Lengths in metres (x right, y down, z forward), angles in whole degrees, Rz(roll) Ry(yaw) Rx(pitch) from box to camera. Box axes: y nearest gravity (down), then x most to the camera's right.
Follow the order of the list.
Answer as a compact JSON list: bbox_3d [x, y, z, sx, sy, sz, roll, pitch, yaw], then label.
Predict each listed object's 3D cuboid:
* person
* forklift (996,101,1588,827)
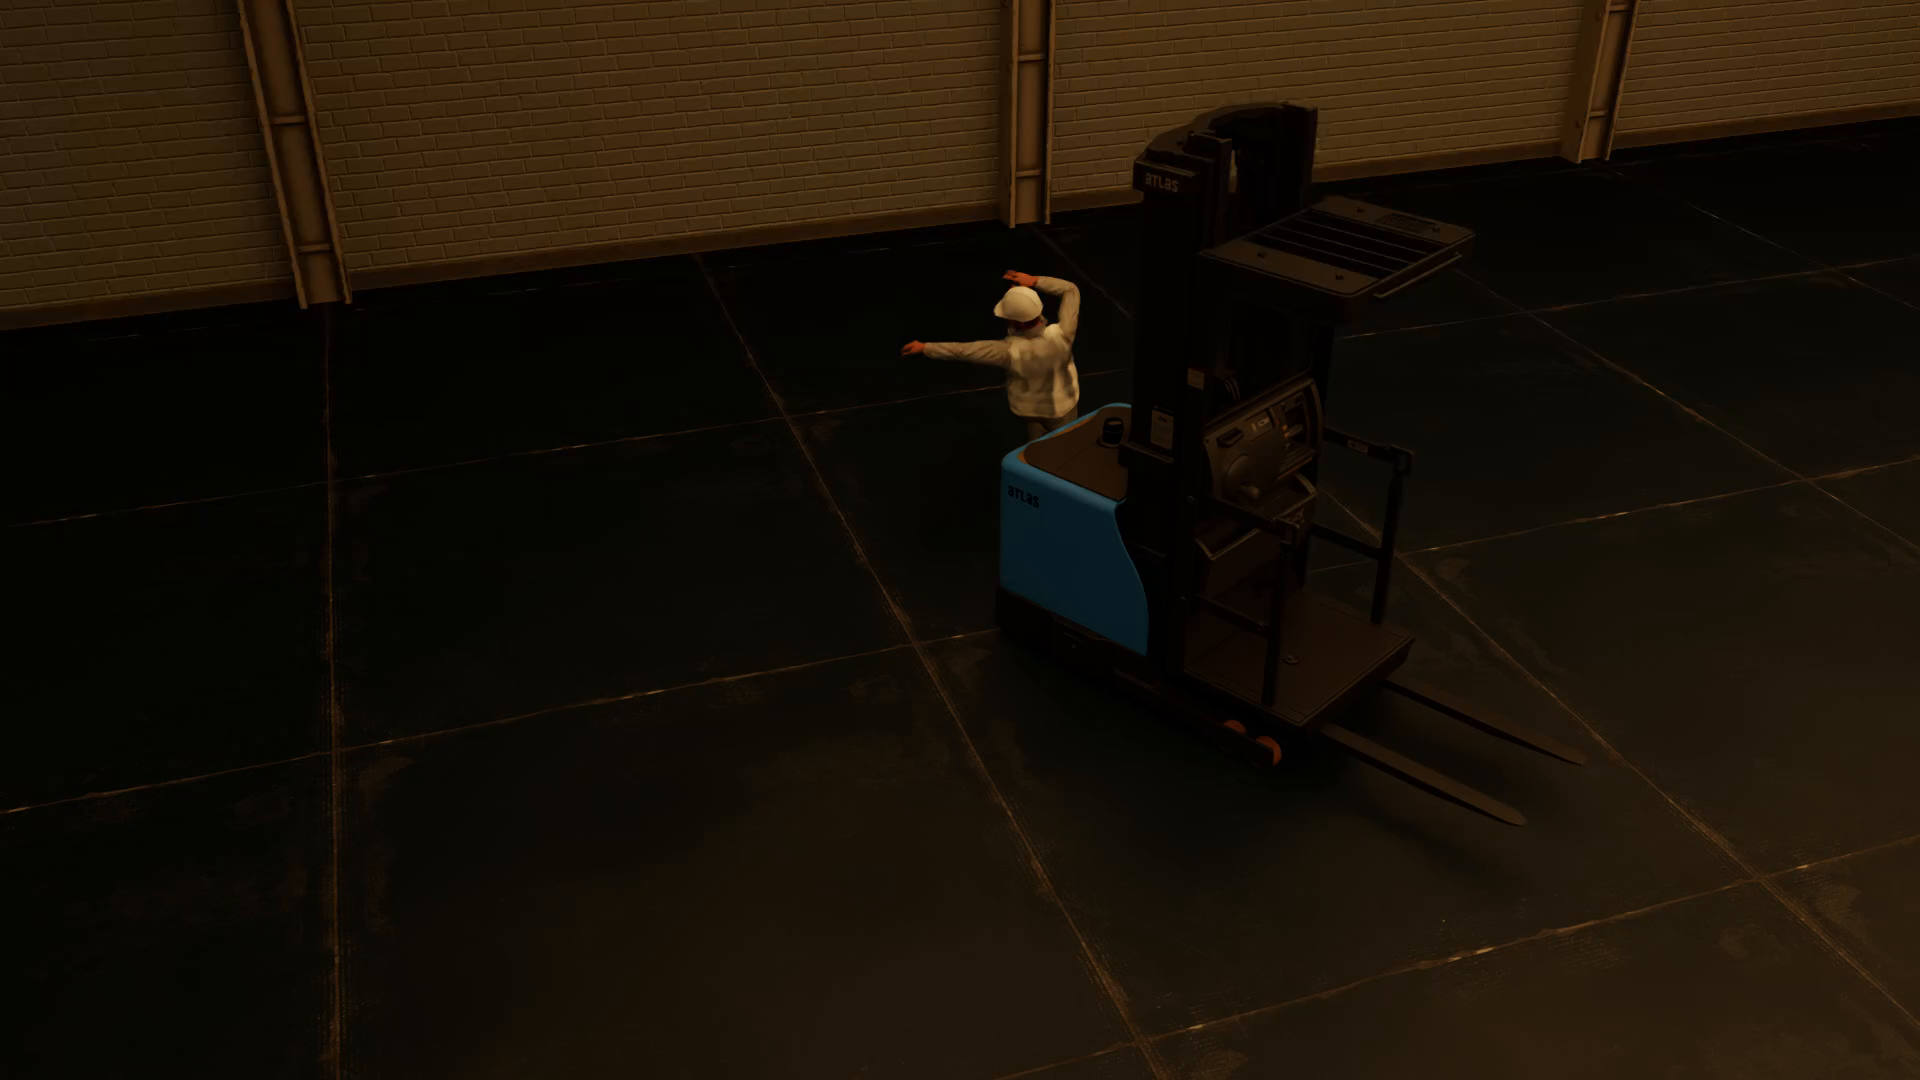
[{"bbox_3d":[0.234,-0.979,10.280,1.042,1.494,0.896,8,31,14],"label":"person"},{"bbox_3d":[1.614,-0.445,7.861,3.031,2.935,1.130,25,38,36],"label":"forklift"}]
